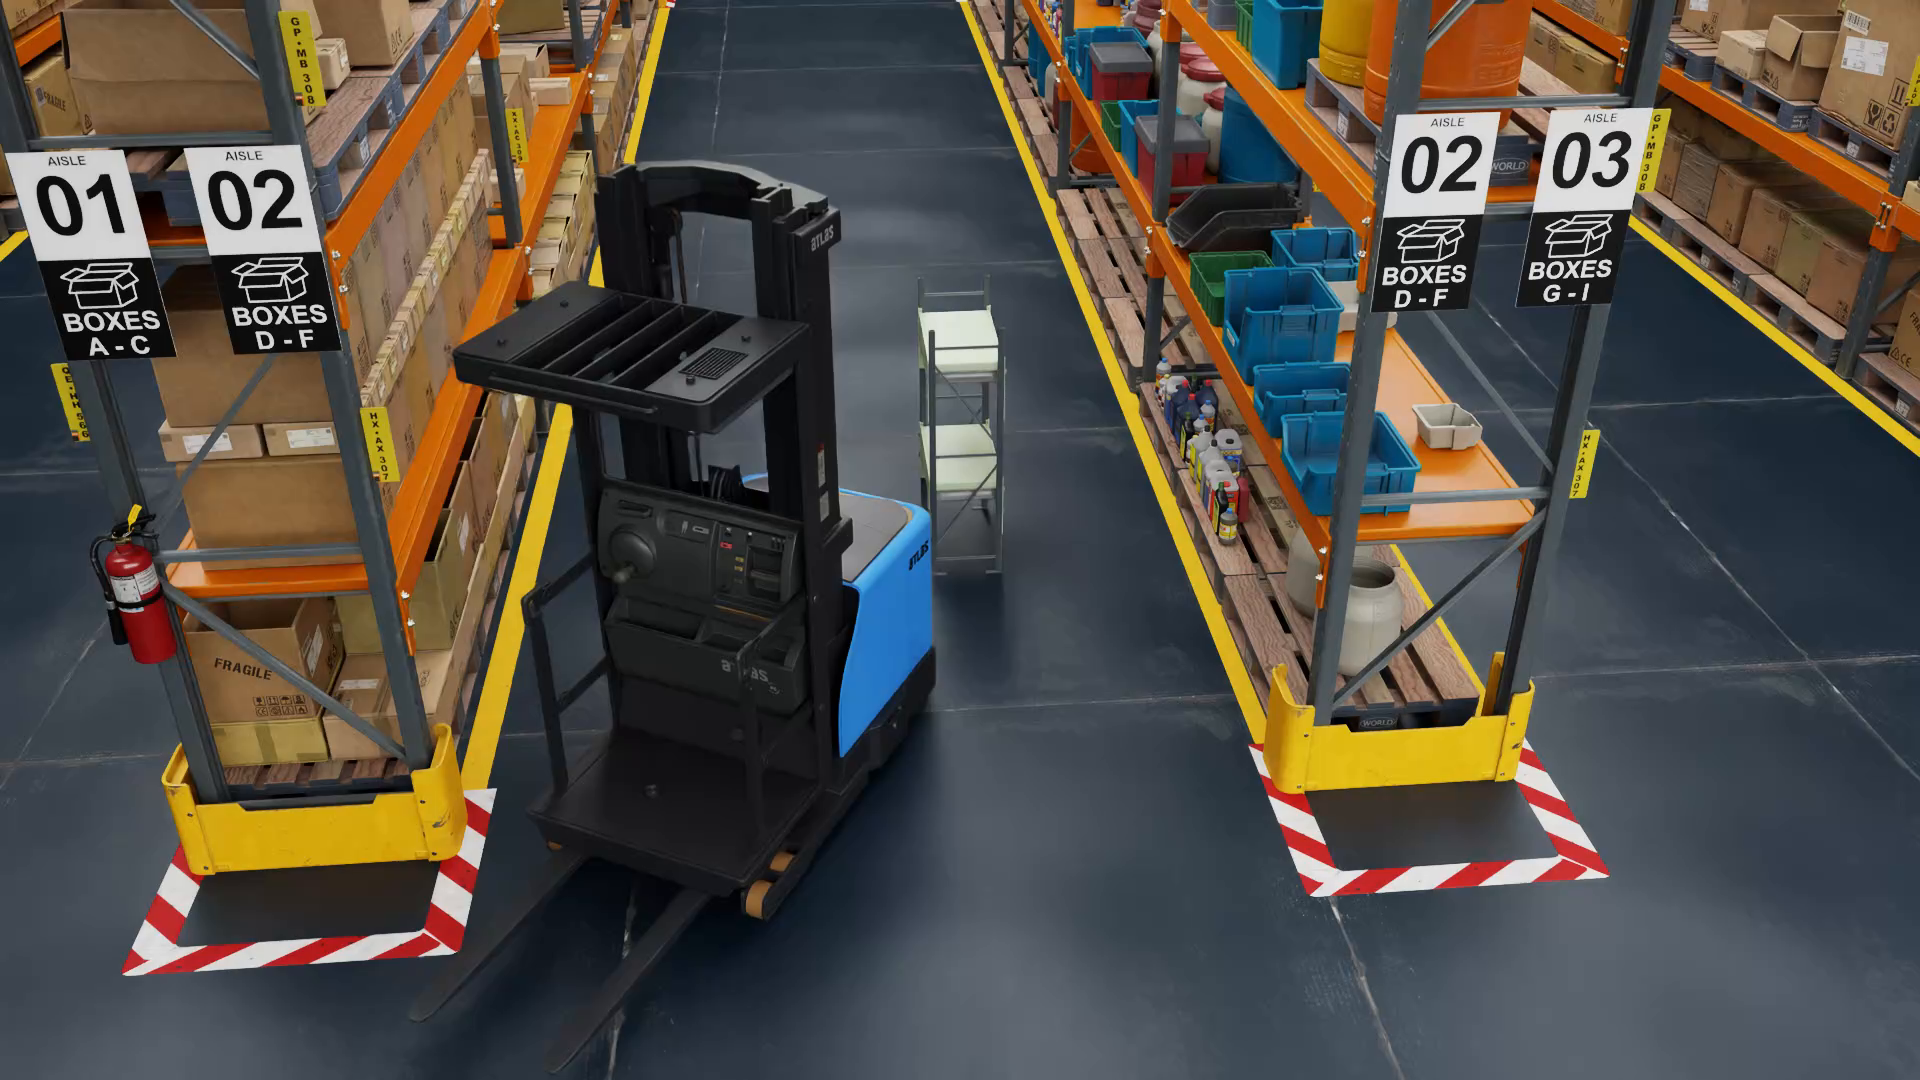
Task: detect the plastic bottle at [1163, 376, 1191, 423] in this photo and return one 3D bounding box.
[{"bbox_3d":[1.380,-0.893,10.547,0.152,0.276,0.135,-2,31,-3],"label":"plastic bottle"}]

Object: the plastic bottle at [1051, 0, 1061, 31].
[{"bbox_3d":[0.861,-4.671,14.771,0.097,0.271,0.097,0,31,0],"label":"plastic bottle"}]

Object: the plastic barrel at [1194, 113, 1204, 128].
[{"bbox_3d":[1.759,-2.845,11.722,0.301,0.262,0.301,0,31,0],"label":"plastic barrel"}]

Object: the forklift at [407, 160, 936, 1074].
[{"bbox_3d":[-1.179,0.099,6.727,1.130,2.935,3.031,13,33,20],"label":"forklift"}]

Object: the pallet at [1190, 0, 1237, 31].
[{"bbox_3d":[1.894,-3.064,9.214,1.213,0.211,1.003,-3,31,-5],"label":"pallet"}]

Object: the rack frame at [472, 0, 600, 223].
[{"bbox_3d":[-3.576,-4.028,13.568,1.000,3.000,0.127,-3,31,-5],"label":"rack frame"}]

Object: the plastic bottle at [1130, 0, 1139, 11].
[{"bbox_3d":[1.594,-4.683,14.786,0.152,0.276,0.135,-3,31,-5],"label":"plastic bottle"}]

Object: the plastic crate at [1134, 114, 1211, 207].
[{"bbox_3d":[1.380,-2.481,10.916,0.402,0.464,0.583,-3,31,-5],"label":"plastic crate"}]

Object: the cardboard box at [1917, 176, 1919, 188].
[{"bbox_3d":[6.641,-2.396,10.449,0.875,0.500,0.500,-3,31,-5],"label":"cardboard box"}]

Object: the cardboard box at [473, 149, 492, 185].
[{"bbox_3d":[-2.964,-2.179,9.742,0.380,0.149,0.250,-3,31,-5],"label":"cardboard box"}]

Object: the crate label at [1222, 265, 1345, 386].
[{"bbox_3d":[1.662,-1.121,8.667,0.502,0.435,0.616,-3,31,-5],"label":"crate label"}]

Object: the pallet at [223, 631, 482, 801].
[{"bbox_3d":[-2.942,0.865,8.096,1.003,0.211,1.213,-3,31,-5],"label":"pallet"}]

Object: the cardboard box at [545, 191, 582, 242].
[{"bbox_3d":[-3.183,-2.490,12.719,0.500,0.311,0.500,-3,31,-5],"label":"cardboard box"}]

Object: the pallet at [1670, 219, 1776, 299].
[{"bbox_3d":[6.469,-2.283,13.366,1.003,0.211,1.213,-3,31,-5],"label":"pallet"}]

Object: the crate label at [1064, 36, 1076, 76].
[{"bbox_3d":[1.022,-3.958,13.615,0.303,0.233,0.416,-3,31,-5],"label":"crate label"}]

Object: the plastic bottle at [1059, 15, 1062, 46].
[{"bbox_3d":[0.893,-4.399,14.304,0.061,0.283,0.133,-3,31,-5],"label":"plastic bottle"}]

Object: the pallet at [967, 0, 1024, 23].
[{"bbox_3d":[0.647,-6.728,20.808,1.003,0.211,1.213,-3,31,-5],"label":"pallet"}]

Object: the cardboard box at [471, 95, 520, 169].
[{"bbox_3d":[-3.307,-2.690,11.232,0.500,0.500,0.500,-1,31,-1],"label":"cardboard box"}]

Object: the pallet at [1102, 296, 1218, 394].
[{"bbox_3d":[1.617,-1.423,11.927,1.003,0.211,1.213,-3,31,-5],"label":"pallet"}]

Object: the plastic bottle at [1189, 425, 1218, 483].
[{"bbox_3d":[1.449,-0.527,9.862,0.144,0.351,0.185,-3,31,-5],"label":"plastic bottle"}]

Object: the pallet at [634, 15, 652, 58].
[{"bbox_3d":[-4.130,-5.848,19.335,1.003,0.211,1.213,-3,31,-5],"label":"pallet"}]

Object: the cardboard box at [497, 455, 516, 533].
[{"bbox_3d":[-2.843,-0.249,9.513,0.500,0.250,0.500,-3,31,-5],"label":"cardboard box"}]

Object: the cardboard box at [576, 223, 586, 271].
[{"bbox_3d":[-3.189,-2.251,12.865,0.500,0.250,0.500,-2,31,-3],"label":"cardboard box"}]

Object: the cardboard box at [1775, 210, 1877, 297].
[{"bbox_3d":[6.599,-2.133,12.405,0.700,0.500,0.500,-3,31,-5],"label":"cardboard box"}]

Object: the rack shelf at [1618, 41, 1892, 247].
[{"bbox_3d":[6.474,-3.171,12.835,1.077,0.370,4.000,-3,31,-5],"label":"rack shelf"}]

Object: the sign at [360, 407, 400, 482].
[{"bbox_3d":[-2.276,-0.373,6.527,0.100,0.325,0.005,-3,31,-5],"label":"sign"}]

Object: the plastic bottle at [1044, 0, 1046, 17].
[{"bbox_3d":[0.815,-4.890,15.205,0.097,0.201,0.097,0,31,0],"label":"plastic bottle"}]

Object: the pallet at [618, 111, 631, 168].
[{"bbox_3d":[-3.719,-3.835,15.965,1.003,0.211,1.213,-3,31,-5],"label":"pallet"}]

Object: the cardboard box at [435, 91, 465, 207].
[{"bbox_3d":[-3.106,-2.101,8.980,0.700,0.500,0.500,-3,31,-5],"label":"cardboard box"}]

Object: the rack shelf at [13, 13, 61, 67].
[{"bbox_3d":[-8.695,-4.501,15.062,1.077,0.370,4.000,-3,31,-5],"label":"rack shelf"}]

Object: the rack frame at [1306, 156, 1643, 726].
[{"bbox_3d":[2.103,-0.179,7.124,1.000,3.000,0.127,-3,31,-5],"label":"rack frame"}]

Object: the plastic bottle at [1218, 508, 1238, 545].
[{"bbox_3d":[1.495,-0.083,9.264,0.097,0.201,0.097,0,31,0],"label":"plastic bottle"}]

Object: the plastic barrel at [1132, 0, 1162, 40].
[{"bbox_3d":[1.701,-4.099,13.555,0.600,0.536,0.708,-3,31,-5],"label":"plastic barrel"}]

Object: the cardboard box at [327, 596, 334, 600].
[{"bbox_3d":[-3.283,-0.035,8.423,0.500,0.500,0.500,-3,31,-5],"label":"cardboard box"}]

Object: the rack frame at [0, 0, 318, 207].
[{"bbox_3d":[-2.829,-2.519,5.192,1.000,3.000,0.127,-3,31,-5],"label":"rack frame"}]

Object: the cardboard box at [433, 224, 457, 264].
[{"bbox_3d":[-2.847,-1.530,8.657,0.380,0.149,0.250,-2,31,-3],"label":"cardboard box"}]

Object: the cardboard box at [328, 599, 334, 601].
[{"bbox_3d":[-3.280,0.287,8.616,0.500,0.250,0.500,-3,31,-5],"label":"cardboard box"}]

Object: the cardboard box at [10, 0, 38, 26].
[{"bbox_3d":[-8.384,-4.749,14.369,0.500,0.500,0.500,-3,31,-5],"label":"cardboard box"}]

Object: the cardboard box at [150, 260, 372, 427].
[{"bbox_3d":[-2.865,-0.809,6.817,0.700,0.500,0.500,-3,31,-4],"label":"cardboard box"}]

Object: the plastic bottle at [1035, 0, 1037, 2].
[{"bbox_3d":[0.783,-5.258,15.675,0.144,0.351,0.185,-3,31,-5],"label":"plastic bottle"}]

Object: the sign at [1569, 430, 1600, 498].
[{"bbox_3d":[2.651,-0.322,7.094,0.100,0.325,0.005,-3,31,-5],"label":"sign"}]

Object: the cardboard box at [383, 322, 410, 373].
[{"bbox_3d":[-2.722,-0.867,7.546,0.380,0.149,0.250,-3,31,-5],"label":"cardboard box"}]

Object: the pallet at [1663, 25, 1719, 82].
[{"bbox_3d":[6.460,-4.060,13.808,1.213,0.211,1.003,-3,31,-5],"label":"pallet"}]

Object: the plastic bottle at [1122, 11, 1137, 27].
[{"bbox_3d":[1.486,-4.439,14.378,0.152,0.276,0.135,-3,31,-5],"label":"plastic bottle"}]

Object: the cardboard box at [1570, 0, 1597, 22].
[{"bbox_3d":[5.953,-5.038,15.163,0.500,0.500,0.500,-3,31,-5],"label":"cardboard box"}]

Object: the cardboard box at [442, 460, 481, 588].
[{"bbox_3d":[-2.766,-0.060,8.465,0.500,0.500,0.500,-3,31,-5],"label":"cardboard box"}]

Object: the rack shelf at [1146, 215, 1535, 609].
[{"bbox_3d":[1.916,-0.891,9.018,1.077,0.370,4.000,-3,31,-5],"label":"rack shelf"}]

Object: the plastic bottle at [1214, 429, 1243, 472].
[{"bbox_3d":[1.594,-0.515,9.914,0.152,0.276,0.135,-3,31,-5],"label":"plastic bottle"}]

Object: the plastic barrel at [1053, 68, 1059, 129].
[{"bbox_3d":[1.188,-4.234,15.855,0.600,0.588,0.708,-3,31,-5],"label":"plastic barrel"}]

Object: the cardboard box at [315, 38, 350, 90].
[{"bbox_3d":[-2.763,-1.973,6.902,0.380,0.149,0.250,-3,31,-5],"label":"cardboard box"}]

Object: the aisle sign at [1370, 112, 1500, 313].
[{"bbox_3d":[1.814,-1.244,6.372,0.394,0.787,0.004,-3,31,-5],"label":"aisle sign"}]

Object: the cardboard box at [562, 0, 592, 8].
[{"bbox_3d":[-3.643,-5.043,14.761,0.700,0.500,0.500,3,31,5],"label":"cardboard box"}]

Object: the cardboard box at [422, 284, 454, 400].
[{"bbox_3d":[-3.007,-1.016,8.428,0.700,0.500,0.500,-2,31,-3],"label":"cardboard box"}]

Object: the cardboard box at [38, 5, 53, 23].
[{"bbox_3d":[-8.480,-4.786,15.062,0.380,0.149,0.250,-2,31,-3],"label":"cardboard box"}]

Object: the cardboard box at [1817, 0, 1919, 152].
[{"bbox_3d":[6.726,-3.309,11.370,1.000,1.000,1.000,-3,31,-4],"label":"cardboard box"}]

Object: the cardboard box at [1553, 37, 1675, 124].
[{"bbox_3d":[6.243,-4.122,15.388,1.225,0.875,0.875,-4,31,-7],"label":"cardboard box"}]

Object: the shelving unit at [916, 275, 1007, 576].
[{"bbox_3d":[0.001,-0.640,9.360,0.431,1.500,0.755,-3,31,-5],"label":"shelving unit"}]

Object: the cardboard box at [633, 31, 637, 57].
[{"bbox_3d":[-3.774,-5.329,17.940,0.500,0.311,0.500,-3,31,-5],"label":"cardboard box"}]

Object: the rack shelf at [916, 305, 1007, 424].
[{"bbox_3d":[0.001,-0.976,9.160,0.431,0.370,0.720,-3,31,-5],"label":"rack shelf"}]

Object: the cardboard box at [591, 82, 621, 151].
[{"bbox_3d":[-3.431,-3.913,15.385,0.500,0.500,0.500,-3,31,-5],"label":"cardboard box"}]
